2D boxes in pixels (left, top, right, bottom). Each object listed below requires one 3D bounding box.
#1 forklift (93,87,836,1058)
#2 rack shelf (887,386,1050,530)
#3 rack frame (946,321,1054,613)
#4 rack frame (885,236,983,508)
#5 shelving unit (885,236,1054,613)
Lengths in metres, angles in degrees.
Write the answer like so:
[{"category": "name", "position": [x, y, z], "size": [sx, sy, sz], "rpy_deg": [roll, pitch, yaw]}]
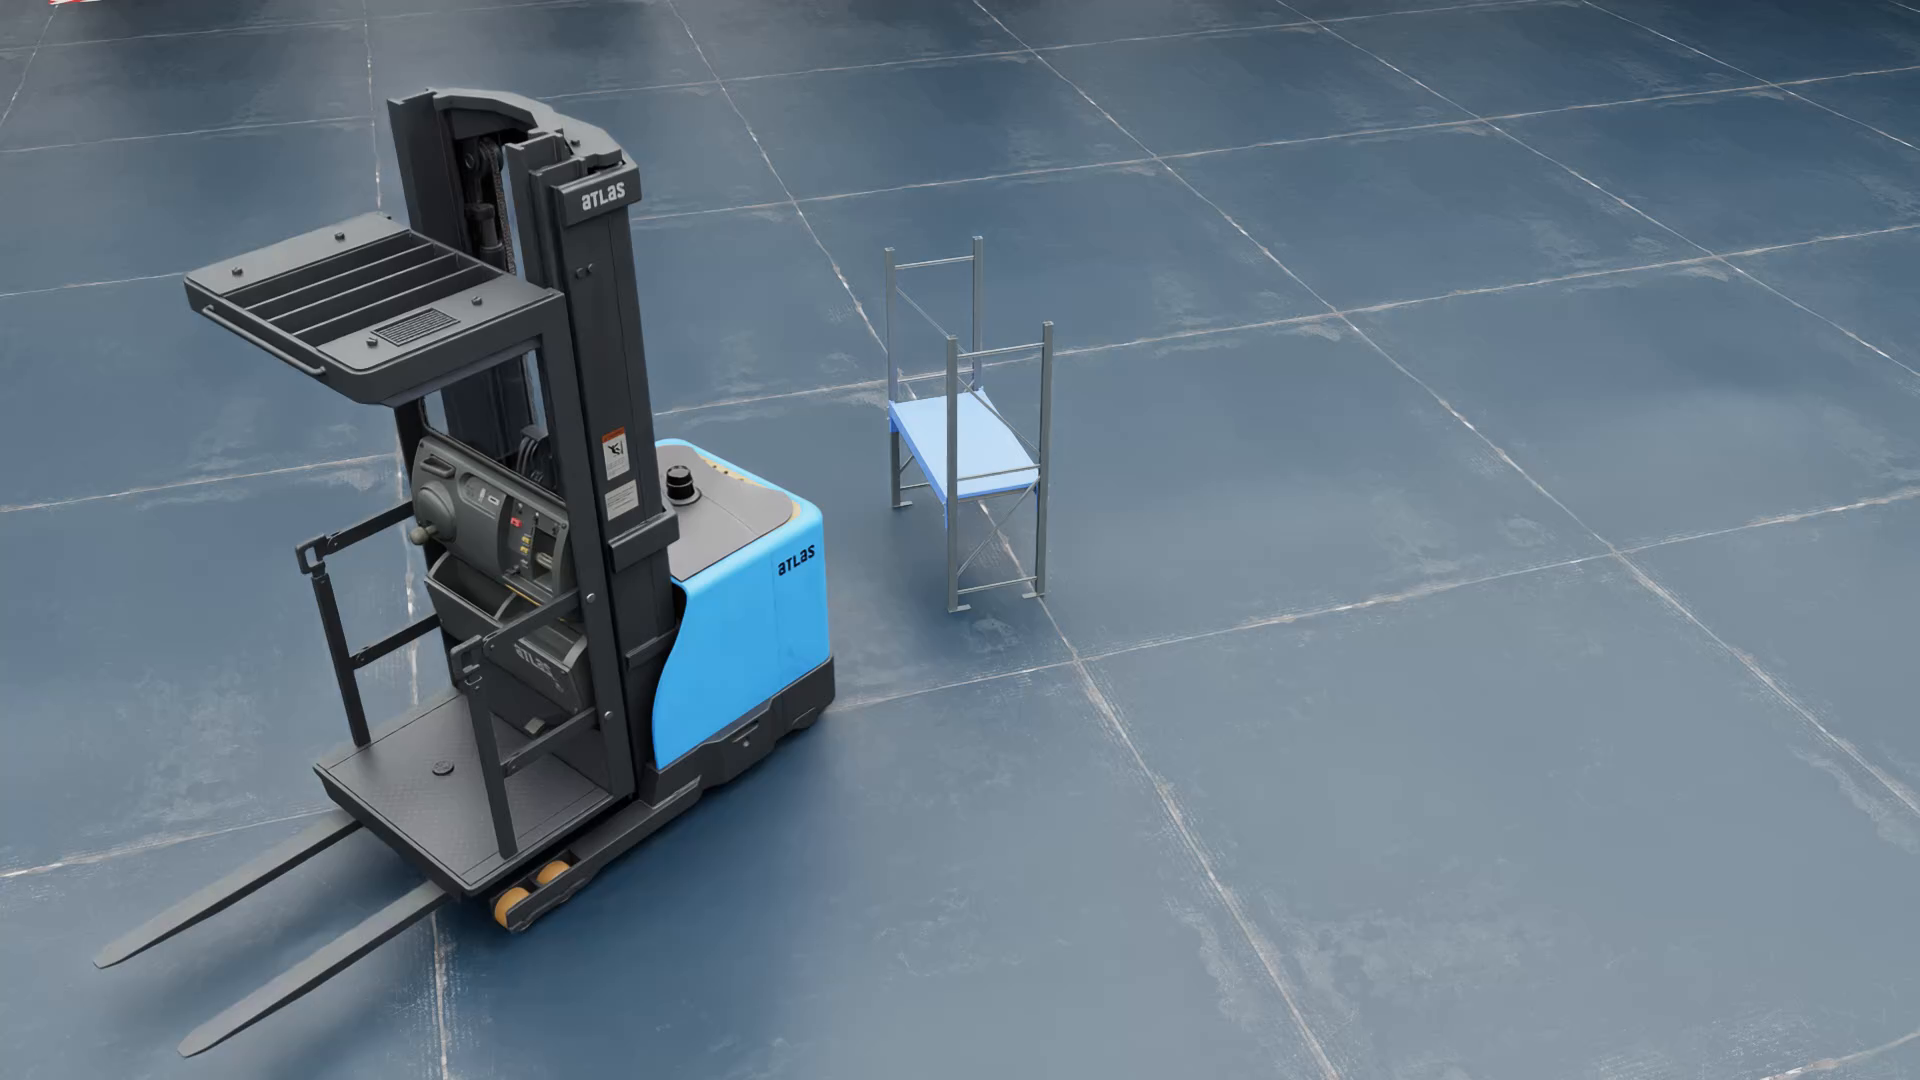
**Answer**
[{"category": "forklift", "position": [-1.909, -0.021, 6.124], "size": [1.130, 2.935, 3.031], "rpy_deg": [25, 41, 33]}, {"category": "rack shelf", "position": [0.026, -0.431, 8.368], "size": [0.538, 0.185, 1.000], "rpy_deg": [-10, 35, -15]}, {"category": "rack frame", "position": [0.181, -0.314, 7.865], "size": [0.500, 1.500, 0.032], "rpy_deg": [-10, 35, -15]}, {"category": "rack frame", "position": [-0.129, -0.848, 8.673], "size": [0.500, 1.500, 0.032], "rpy_deg": [-10, 35, -15]}, {"category": "shelving unit", "position": [0.026, -0.581, 8.269], "size": [0.538, 1.500, 1.048], "rpy_deg": [-10, 35, -15]}]
